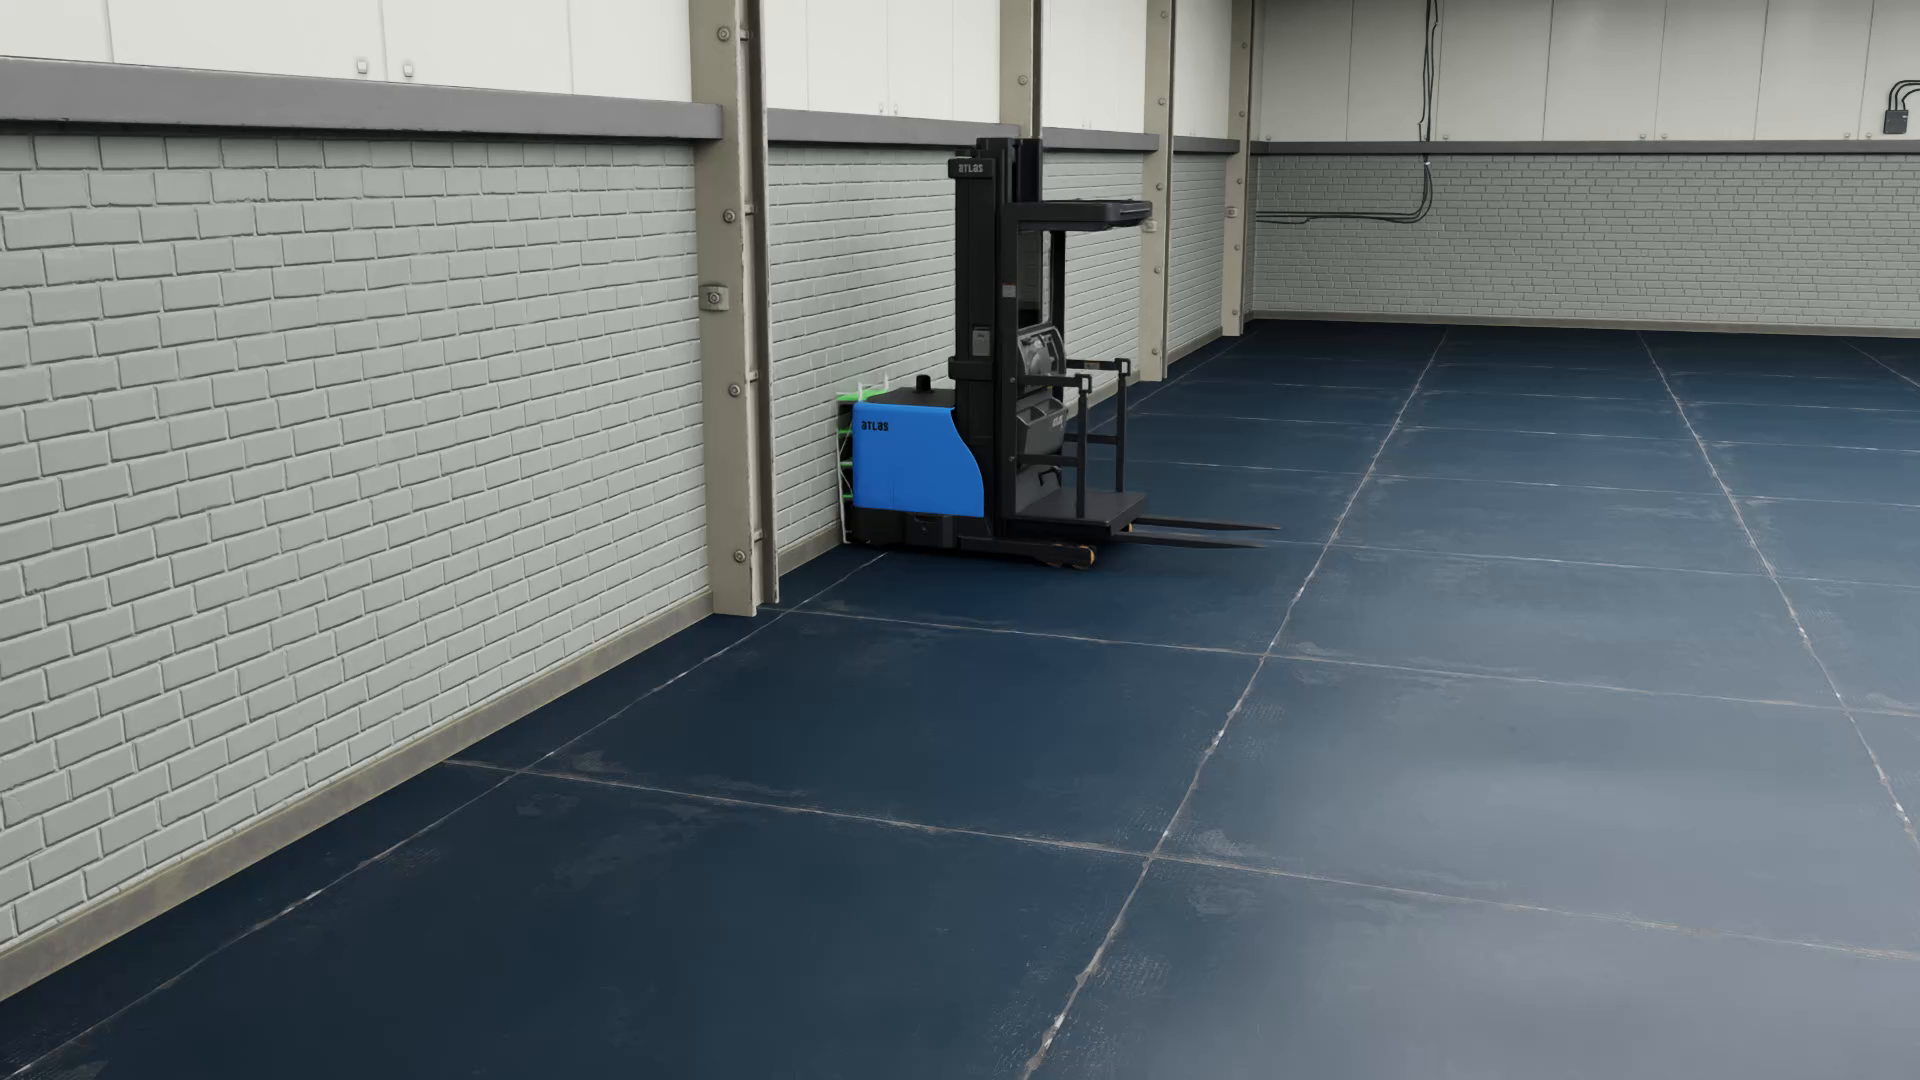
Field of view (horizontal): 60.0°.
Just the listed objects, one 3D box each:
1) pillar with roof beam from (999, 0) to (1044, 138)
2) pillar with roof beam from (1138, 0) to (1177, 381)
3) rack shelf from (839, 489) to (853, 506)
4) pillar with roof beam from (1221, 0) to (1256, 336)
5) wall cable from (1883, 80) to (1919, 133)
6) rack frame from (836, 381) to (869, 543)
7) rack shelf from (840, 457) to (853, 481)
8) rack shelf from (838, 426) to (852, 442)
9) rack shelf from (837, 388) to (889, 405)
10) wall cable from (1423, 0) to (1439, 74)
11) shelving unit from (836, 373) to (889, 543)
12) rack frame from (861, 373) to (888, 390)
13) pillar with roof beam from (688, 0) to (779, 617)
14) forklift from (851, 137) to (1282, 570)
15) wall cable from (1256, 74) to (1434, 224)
[{"bbox_3d":[4.638,-4.914,13.796,9.100,9.000,0.400,4,14,18],"label":"pillar with roof beam"},{"bbox_3d":[6.579,-6.178,19.331,9.100,9.000,0.400,4,14,18],"label":"pillar with roof beam"},{"bbox_3d":[-0.691,-0.320,12.513,0.258,0.148,0.480,1,13,21],"label":"rack shelf"},{"bbox_3d":[8.521,-7.441,24.866,9.100,9.000,0.400,4,14,18],"label":"pillar with roof beam"},{"bbox_3d":[15.629,-9.247,25.137,2.305,6.003,0.169,4,14,18],"label":"wall cable"},{"bbox_3d":[-0.794,-0.565,12.228,0.240,1.200,0.015,1,13,21],"label":"rack frame"},{"bbox_3d":[-0.706,-0.555,12.464,0.258,0.148,0.480,1,13,21],"label":"rack shelf"},{"bbox_3d":[-0.721,-0.789,12.416,0.258,0.148,0.480,1,13,21],"label":"rack shelf"},{"bbox_3d":[-0.736,-1.024,12.367,0.258,0.148,0.480,1,13,21],"label":"rack shelf"},{"bbox_3d":[9.211,-9.030,27.455,3.097,2.526,0.112,4,14,18],"label":"wall cable"},{"bbox_3d":[-0.710,-0.617,12.451,0.258,1.200,0.503,1,13,21],"label":"shelving unit"},{"bbox_3d":[-0.625,-0.669,12.675,0.240,1.200,0.015,1,13,21],"label":"rack frame"},{"bbox_3d":[2.697,-3.651,8.261,9.100,9.000,0.400,4,14,18],"label":"pillar with roof beam"},{"bbox_3d":[0.770,-1.356,11.843,3.031,2.935,1.130,5,14,21],"label":"forklift"},{"bbox_3d":[6.652,-6.762,28.870,3.097,2.526,0.112,4,14,18],"label":"wall cable"}]
